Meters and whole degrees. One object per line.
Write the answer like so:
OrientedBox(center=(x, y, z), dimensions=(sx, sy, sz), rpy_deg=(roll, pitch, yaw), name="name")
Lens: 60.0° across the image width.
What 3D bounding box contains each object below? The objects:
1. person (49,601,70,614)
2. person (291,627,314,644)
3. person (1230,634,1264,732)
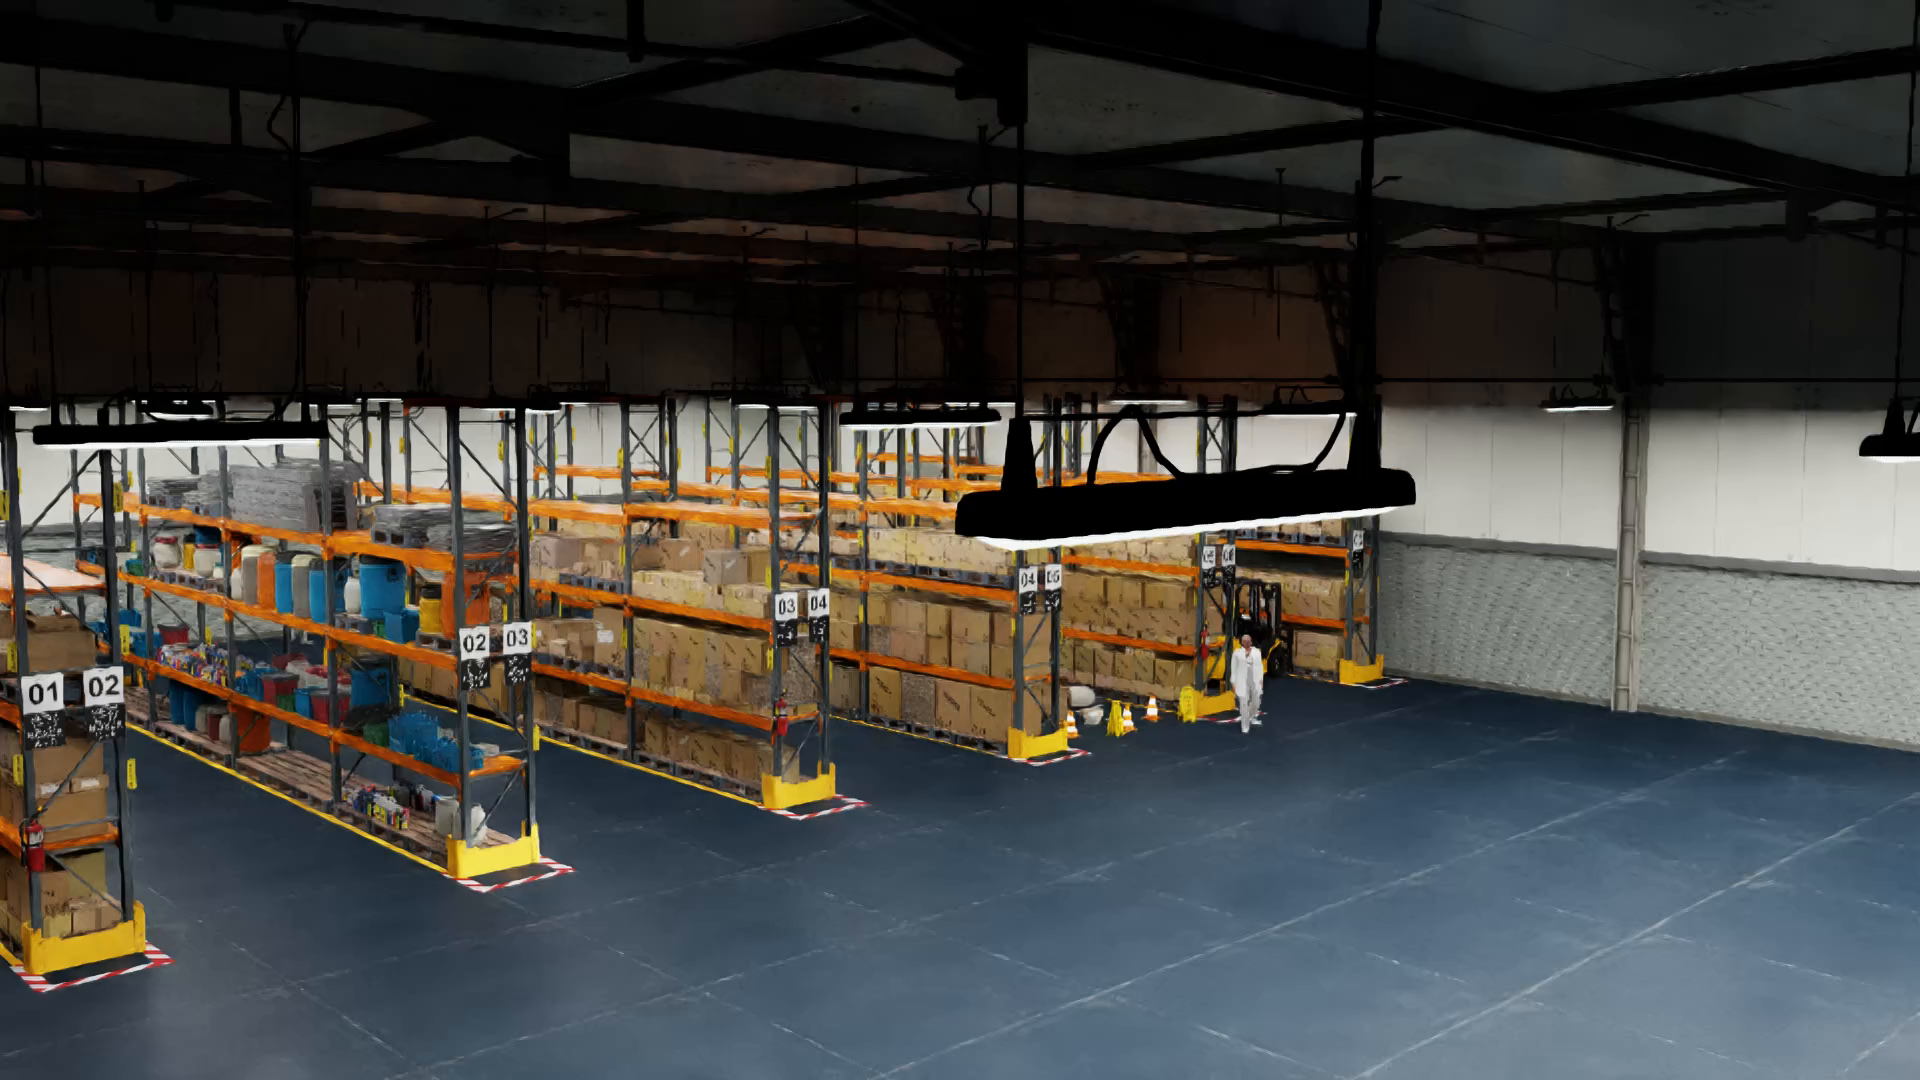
OrientedBox(center=(-18.928, 2.103, 35.183), dimensions=(0.608, 1.652, 0.474), rpy_deg=(2, 6, 15), name="person")
OrientedBox(center=(-15.750, 1.638, 39.643), dimensions=(0.539, 1.745, 0.736), rpy_deg=(0, 6, 2), name="person")
OrientedBox(center=(5.172, 2.554, 30.017), dimensions=(0.622, 1.770, 0.607), rpy_deg=(-1, 6, -8), name="person")
